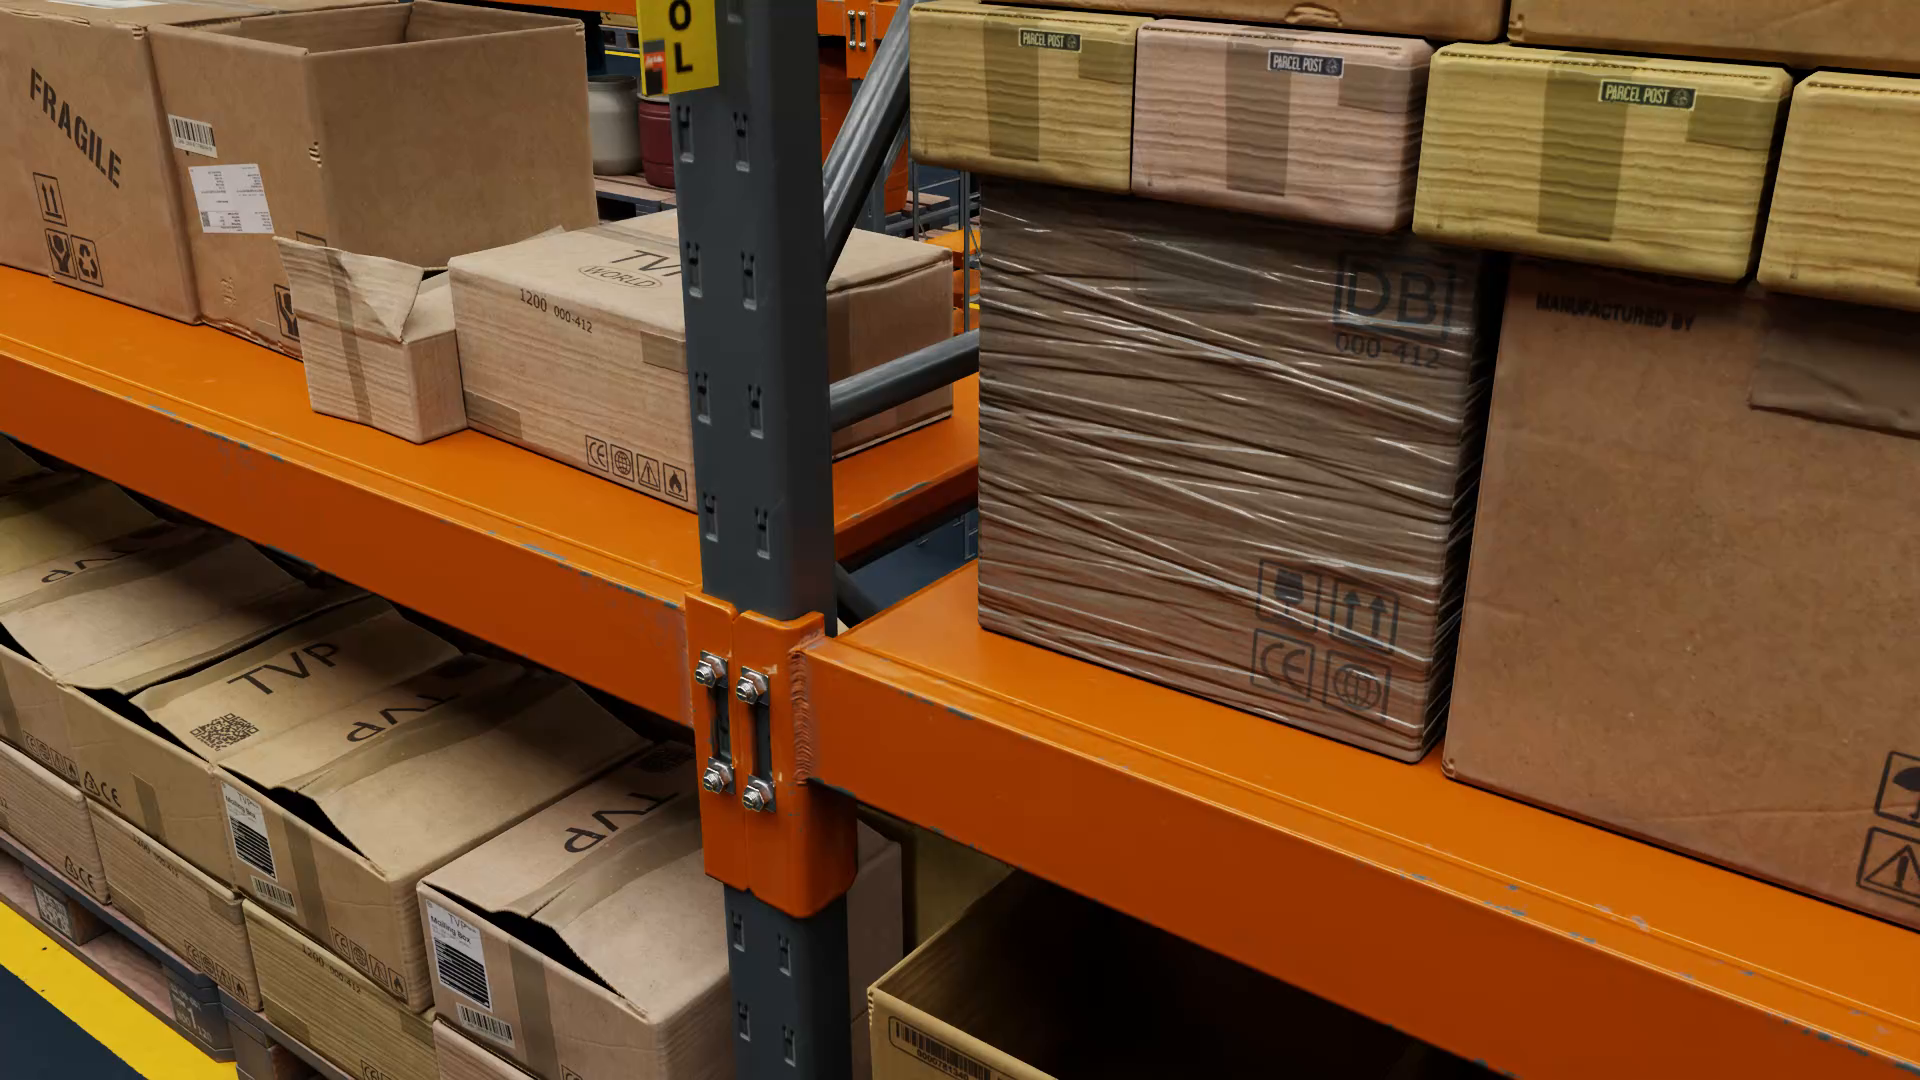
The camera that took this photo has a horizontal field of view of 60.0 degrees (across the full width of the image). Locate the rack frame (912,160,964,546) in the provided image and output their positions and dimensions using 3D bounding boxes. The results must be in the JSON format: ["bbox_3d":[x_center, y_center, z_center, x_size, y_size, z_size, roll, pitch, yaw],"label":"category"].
[{"bbox_3d":[-0.062,-0.568,5.050,0.006,1.200,0.240,17,29,33],"label":"rack frame"}]

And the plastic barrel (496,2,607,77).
[{"bbox_3d":[-2.373,-2.704,9.749,0.708,0.901,0.600,17,29,33],"label":"plastic barrel"}]

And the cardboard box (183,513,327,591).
[{"bbox_3d":[-1.350,0.009,3.703,0.500,0.311,0.500,18,29,35],"label":"cardboard box"}]

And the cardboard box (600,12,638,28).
[{"bbox_3d":[-3.035,-5.437,15.983,0.875,0.875,0.875,17,29,33],"label":"cardboard box"}]

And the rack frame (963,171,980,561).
[{"bbox_3d":[0.085,-0.523,4.950,0.006,1.200,0.240,17,29,33],"label":"rack frame"}]

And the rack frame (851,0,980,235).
[{"bbox_3d":[-0.164,-2.813,7.915,0.127,3.000,1.000,17,29,33],"label":"rack frame"}]

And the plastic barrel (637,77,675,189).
[{"bbox_3d":[-1.470,-2.288,9.192,0.708,0.588,0.600,17,29,33],"label":"plastic barrel"}]

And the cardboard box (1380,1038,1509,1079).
[{"bbox_3d":[0.651,0.806,1.661,0.500,0.500,0.500,17,29,33],"label":"cardboard box"}]

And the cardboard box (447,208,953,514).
[{"bbox_3d":[-0.357,-0.285,2.363,0.500,0.250,0.500,19,30,36],"label":"cardboard box"}]

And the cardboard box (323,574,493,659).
[{"bbox_3d":[-0.931,0.133,3.422,0.500,0.311,0.500,16,28,32],"label":"cardboard box"}]

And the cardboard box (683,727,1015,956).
[{"bbox_3d":[-0.119,0.380,2.860,0.500,0.311,0.500,17,29,33],"label":"cardboard box"}]

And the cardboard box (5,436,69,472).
[{"bbox_3d":[-2.151,-0.236,4.259,0.500,0.311,0.500,16,29,33],"label":"cardboard box"}]

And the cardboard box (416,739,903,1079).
[{"bbox_3d":[-0.433,0.555,2.463,0.500,0.311,0.500,17,29,33],"label":"cardboard box"}]

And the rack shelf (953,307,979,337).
[{"bbox_3d":[0.012,-0.615,4.970,0.180,0.103,0.258,17,29,33],"label":"rack shelf"}]

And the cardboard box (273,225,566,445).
[{"bbox_3d":[-0.751,-0.341,2.470,0.258,0.266,0.396,16,28,32],"label":"cardboard box"}]

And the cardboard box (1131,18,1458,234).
[{"bbox_3d":[0.362,-0.403,1.517,0.250,0.149,0.380,17,29,34],"label":"cardboard box"}]

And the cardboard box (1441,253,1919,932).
[{"bbox_3d":[0.847,-0.064,1.551,0.500,0.500,0.700,16,29,33],"label":"cardboard box"}]

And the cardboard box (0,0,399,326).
[{"bbox_3d":[-1.364,-0.734,3.072,0.500,0.500,0.500,17,29,33],"label":"cardboard box"}]

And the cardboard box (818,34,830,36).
[{"bbox_3d":[-0.875,-4.784,14.502,0.875,0.875,0.875,17,29,33],"label":"cardboard box"}]

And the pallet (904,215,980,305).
[{"bbox_3d":[0.432,-1.337,8.024,1.213,0.211,1.003,17,29,33],"label":"pallet"}]

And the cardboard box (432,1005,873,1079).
[{"bbox_3d":[-0.443,0.811,2.579,0.500,0.250,0.500,16,29,33],"label":"cardboard box"}]

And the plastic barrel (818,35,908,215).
[{"bbox_3d":[-0.566,-2.125,8.524,0.708,0.830,0.600,17,29,33],"label":"plastic barrel"}]

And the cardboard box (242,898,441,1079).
[{"bbox_3d":[-0.847,0.688,2.858,0.500,0.250,0.500,16,29,33],"label":"cardboard box"}]

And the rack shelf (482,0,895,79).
[{"bbox_3d":[-1.765,-2.968,9.158,4.000,0.370,1.077,17,29,33],"label":"rack shelf"}]

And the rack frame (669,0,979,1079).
[{"bbox_3d":[0.063,-0.249,2.094,0.127,3.000,1.000,17,29,33],"label":"rack frame"}]

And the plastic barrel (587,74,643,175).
[{"bbox_3d":[-1.975,-2.361,9.452,0.421,0.512,0.421,0,24,0],"label":"plastic barrel"}]

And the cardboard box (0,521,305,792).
[{"bbox_3d":[-1.651,0.187,3.299,0.500,0.311,0.500,16,29,33],"label":"cardboard box"}]

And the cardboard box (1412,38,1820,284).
[{"bbox_3d":[0.570,-0.341,1.376,0.250,0.149,0.380,16,28,32],"label":"cardboard box"}]

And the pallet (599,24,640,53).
[{"bbox_3d":[-2.909,-4.902,16.113,1.213,0.211,1.003,17,29,33],"label":"pallet"}]

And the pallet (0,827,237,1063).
[{"bbox_3d":[-1.531,0.567,3.702,1.213,0.211,1.003,17,29,33],"label":"pallet"}]

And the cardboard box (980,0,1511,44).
[{"bbox_3d":[0.422,-0.783,1.574,0.500,0.500,0.700,17,29,34],"label":"cardboard box"}]

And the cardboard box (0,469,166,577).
[{"bbox_3d":[-2.063,0.063,3.580,0.500,0.311,0.500,16,28,32],"label":"cardboard box"}]

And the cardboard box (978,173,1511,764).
[{"bbox_3d":[0.422,-0.189,1.835,0.500,0.500,0.700,16,28,32],"label":"cardboard box"}]

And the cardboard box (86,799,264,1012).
[{"bbox_3d":[-1.256,0.564,3.139,0.500,0.250,0.500,18,29,34],"label":"cardboard box"}]

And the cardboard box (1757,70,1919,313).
[{"bbox_3d":[0.781,-0.278,1.233,0.250,0.149,0.380,17,29,33],"label":"cardboard box"}]

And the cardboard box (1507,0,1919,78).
[{"bbox_3d":[0.827,-0.661,1.297,0.500,0.500,0.700,17,29,33],"label":"cardboard box"}]

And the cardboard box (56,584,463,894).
[{"bbox_3d":[-1.251,0.310,3.020,0.500,0.311,0.500,17,29,33],"label":"cardboard box"}]

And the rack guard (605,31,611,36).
[{"bbox_3d":[-3.615,-5.208,16.450,0.348,0.500,1.175,17,29,33],"label":"rack guard"}]

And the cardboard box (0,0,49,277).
[{"bbox_3d":[-1.786,-0.861,3.361,0.500,0.500,0.500,15,28,31],"label":"cardboard box"}]

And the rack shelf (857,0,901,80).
[{"bbox_3d":[1.436,-2.000,6.962,4.000,0.370,1.077,17,29,33],"label":"rack shelf"}]

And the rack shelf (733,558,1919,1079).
[{"bbox_3d":[1.663,0.564,1.142,4.000,0.370,1.077,17,29,33],"label":"rack shelf"}]

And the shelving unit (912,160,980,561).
[{"bbox_3d":[0.012,-0.546,5.000,0.189,1.200,0.258,17,29,33],"label":"shelving unit"}]

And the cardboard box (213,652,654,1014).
[{"bbox_3d":[-0.853,0.431,2.744,0.500,0.311,0.500,18,29,35],"label":"cardboard box"}]

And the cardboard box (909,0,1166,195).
[{"bbox_3d":[0.162,-0.464,1.654,0.250,0.149,0.380,17,29,33],"label":"cardboard box"}]

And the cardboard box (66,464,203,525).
[{"bbox_3d":[-1.749,-0.113,3.980,0.500,0.311,0.500,17,29,33],"label":"cardboard box"}]

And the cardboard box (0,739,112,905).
[{"bbox_3d":[-1.663,0.441,3.419,0.500,0.250,0.500,18,29,34],"label":"cardboard box"}]

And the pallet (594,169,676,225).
[{"bbox_3d":[-1.792,-2.010,9.549,1.213,0.211,1.003,17,29,33],"label":"pallet"}]

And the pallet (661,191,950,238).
[{"bbox_3d":[-0.820,-1.714,8.879,1.213,0.211,1.003,17,29,33],"label":"pallet"}]

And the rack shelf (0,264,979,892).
[{"bbox_3d":[-1.538,-0.403,3.337,4.000,0.370,1.077,17,29,33],"label":"rack shelf"}]

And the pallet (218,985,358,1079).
[{"bbox_3d":[-0.550,0.862,3.032,1.213,0.211,1.003,17,29,33],"label":"pallet"}]

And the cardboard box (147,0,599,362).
[{"bbox_3d":[-0.964,-0.613,2.797,0.500,0.500,0.500,19,30,37],"label":"cardboard box"}]

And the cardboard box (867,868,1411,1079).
[{"bbox_3d":[0.246,0.687,1.929,0.500,0.500,0.500,17,29,33],"label":"cardboard box"}]

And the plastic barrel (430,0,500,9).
[{"bbox_3d":[-2.940,-2.875,10.138,0.708,0.901,0.600,17,29,33],"label":"plastic barrel"}]

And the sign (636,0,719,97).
[{"bbox_3d":[-0.255,-0.565,1.474,0.005,0.325,0.100,17,29,33],"label":"sign"}]

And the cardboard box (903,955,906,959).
[{"bbox_3d":[-0.111,0.640,2.967,0.500,0.250,0.500,16,28,32],"label":"cardboard box"}]

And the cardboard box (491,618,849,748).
[{"bbox_3d":[-0.516,0.258,3.139,0.500,0.311,0.500,16,29,33],"label":"cardboard box"}]

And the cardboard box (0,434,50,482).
[{"bbox_3d":[-2.470,-0.061,3.862,0.500,0.311,0.500,16,28,32],"label":"cardboard box"}]

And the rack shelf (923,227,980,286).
[{"bbox_3d":[0.012,-0.834,4.873,0.180,0.103,0.258,17,29,33],"label":"rack shelf"}]

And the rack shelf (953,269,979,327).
[{"bbox_3d":[0.012,-0.725,4.921,0.180,0.103,0.258,17,29,33],"label":"rack shelf"}]
